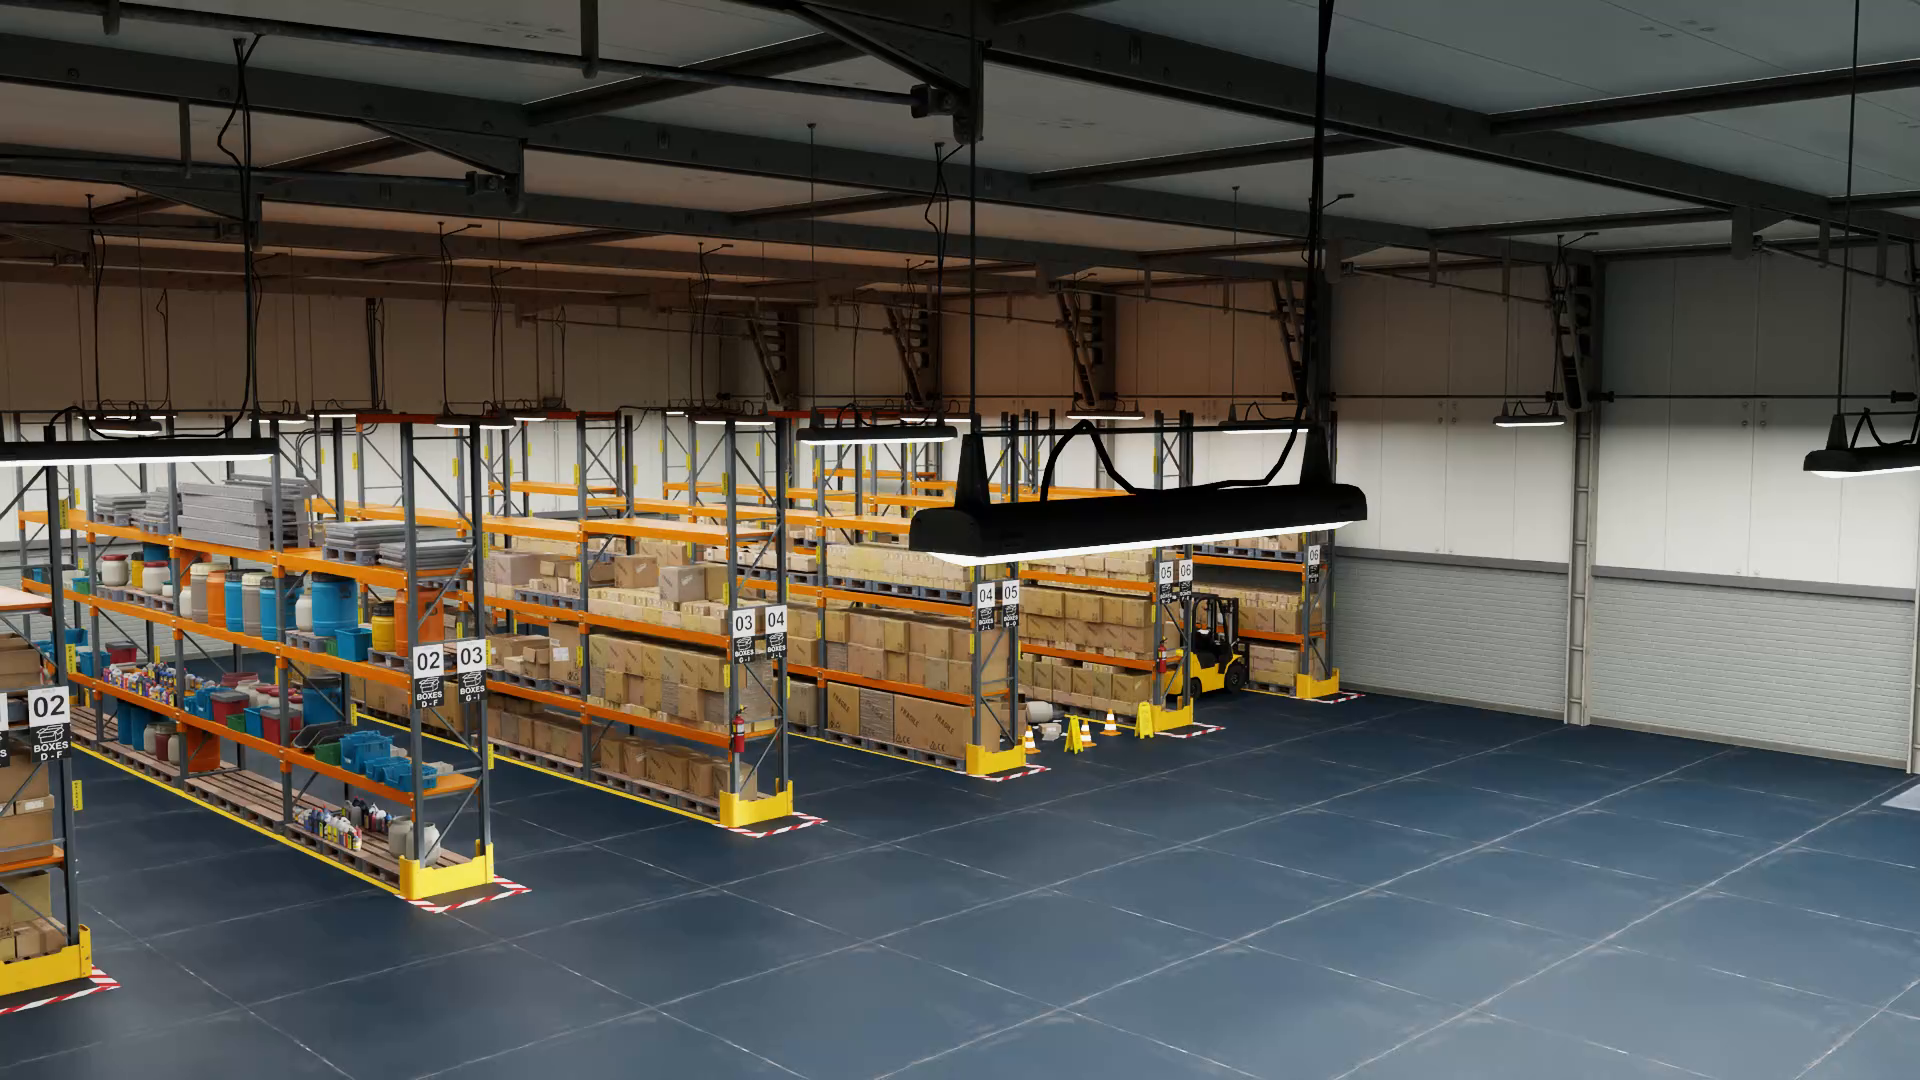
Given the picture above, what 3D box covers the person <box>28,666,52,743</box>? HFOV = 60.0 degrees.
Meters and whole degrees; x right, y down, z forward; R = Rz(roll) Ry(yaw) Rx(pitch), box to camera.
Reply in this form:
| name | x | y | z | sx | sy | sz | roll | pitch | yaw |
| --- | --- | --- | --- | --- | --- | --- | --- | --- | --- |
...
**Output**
| name | x | y | z | sx | sy | sz | roll | pitch | yaw |
| --- | --- | --- | --- | --- | --- | --- | --- | --- | --- |
| person | -16.781 | 2.876 | 30.124 | 0.912 | 1.699 | 0.685 | 4 | 6 | 36 |
